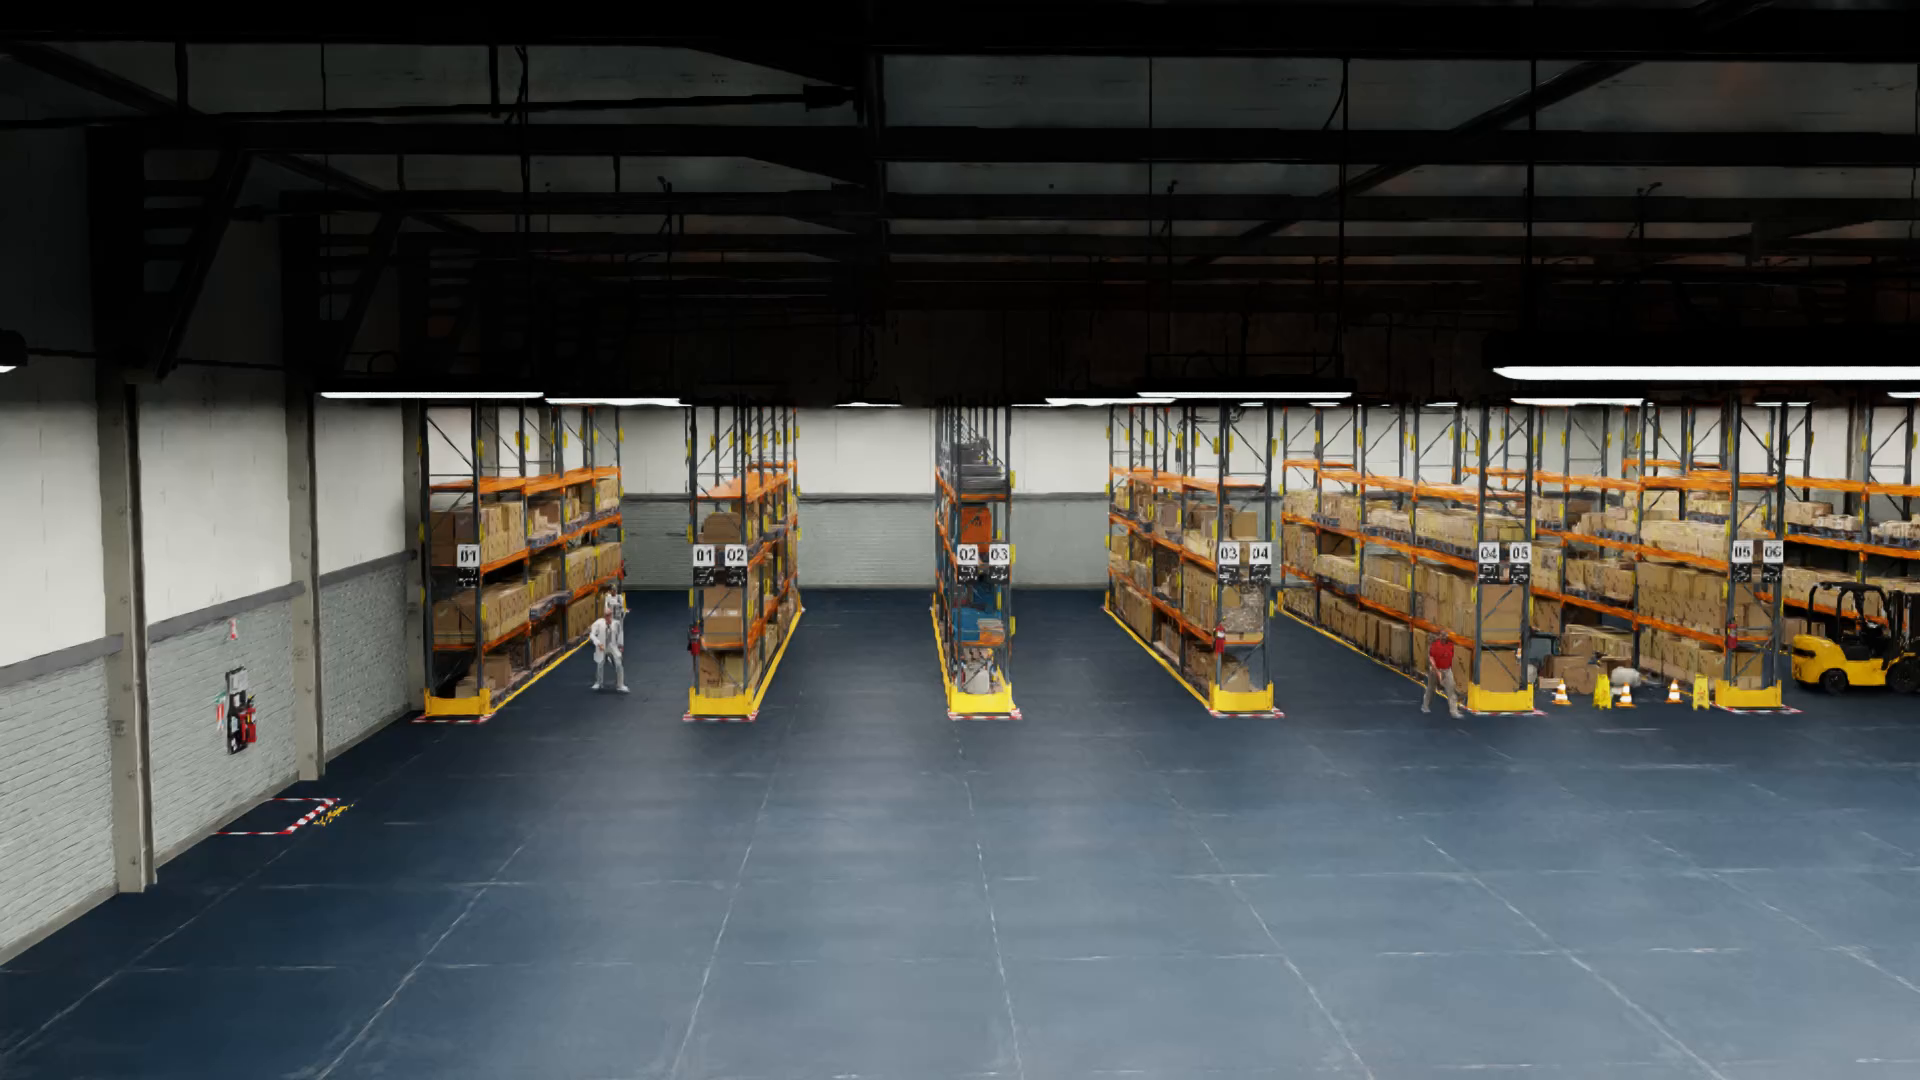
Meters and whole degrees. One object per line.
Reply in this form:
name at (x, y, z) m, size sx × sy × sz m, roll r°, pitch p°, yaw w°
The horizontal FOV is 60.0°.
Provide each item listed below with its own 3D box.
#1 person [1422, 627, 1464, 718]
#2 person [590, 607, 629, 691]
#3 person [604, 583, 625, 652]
person at (8.940, 2.449, 30.887) m, size 0.535 × 1.657 × 1.036 m, roll -1°, pitch 5°, yaw -11°
person at (-7.147, 2.204, 33.730) m, size 0.735 × 1.715 × 0.896 m, roll -1°, pitch 5°, yaw -18°
person at (-8.143, 1.818, 39.154) m, size 0.483 × 1.616 × 0.987 m, roll -1°, pitch 5°, yaw -11°
